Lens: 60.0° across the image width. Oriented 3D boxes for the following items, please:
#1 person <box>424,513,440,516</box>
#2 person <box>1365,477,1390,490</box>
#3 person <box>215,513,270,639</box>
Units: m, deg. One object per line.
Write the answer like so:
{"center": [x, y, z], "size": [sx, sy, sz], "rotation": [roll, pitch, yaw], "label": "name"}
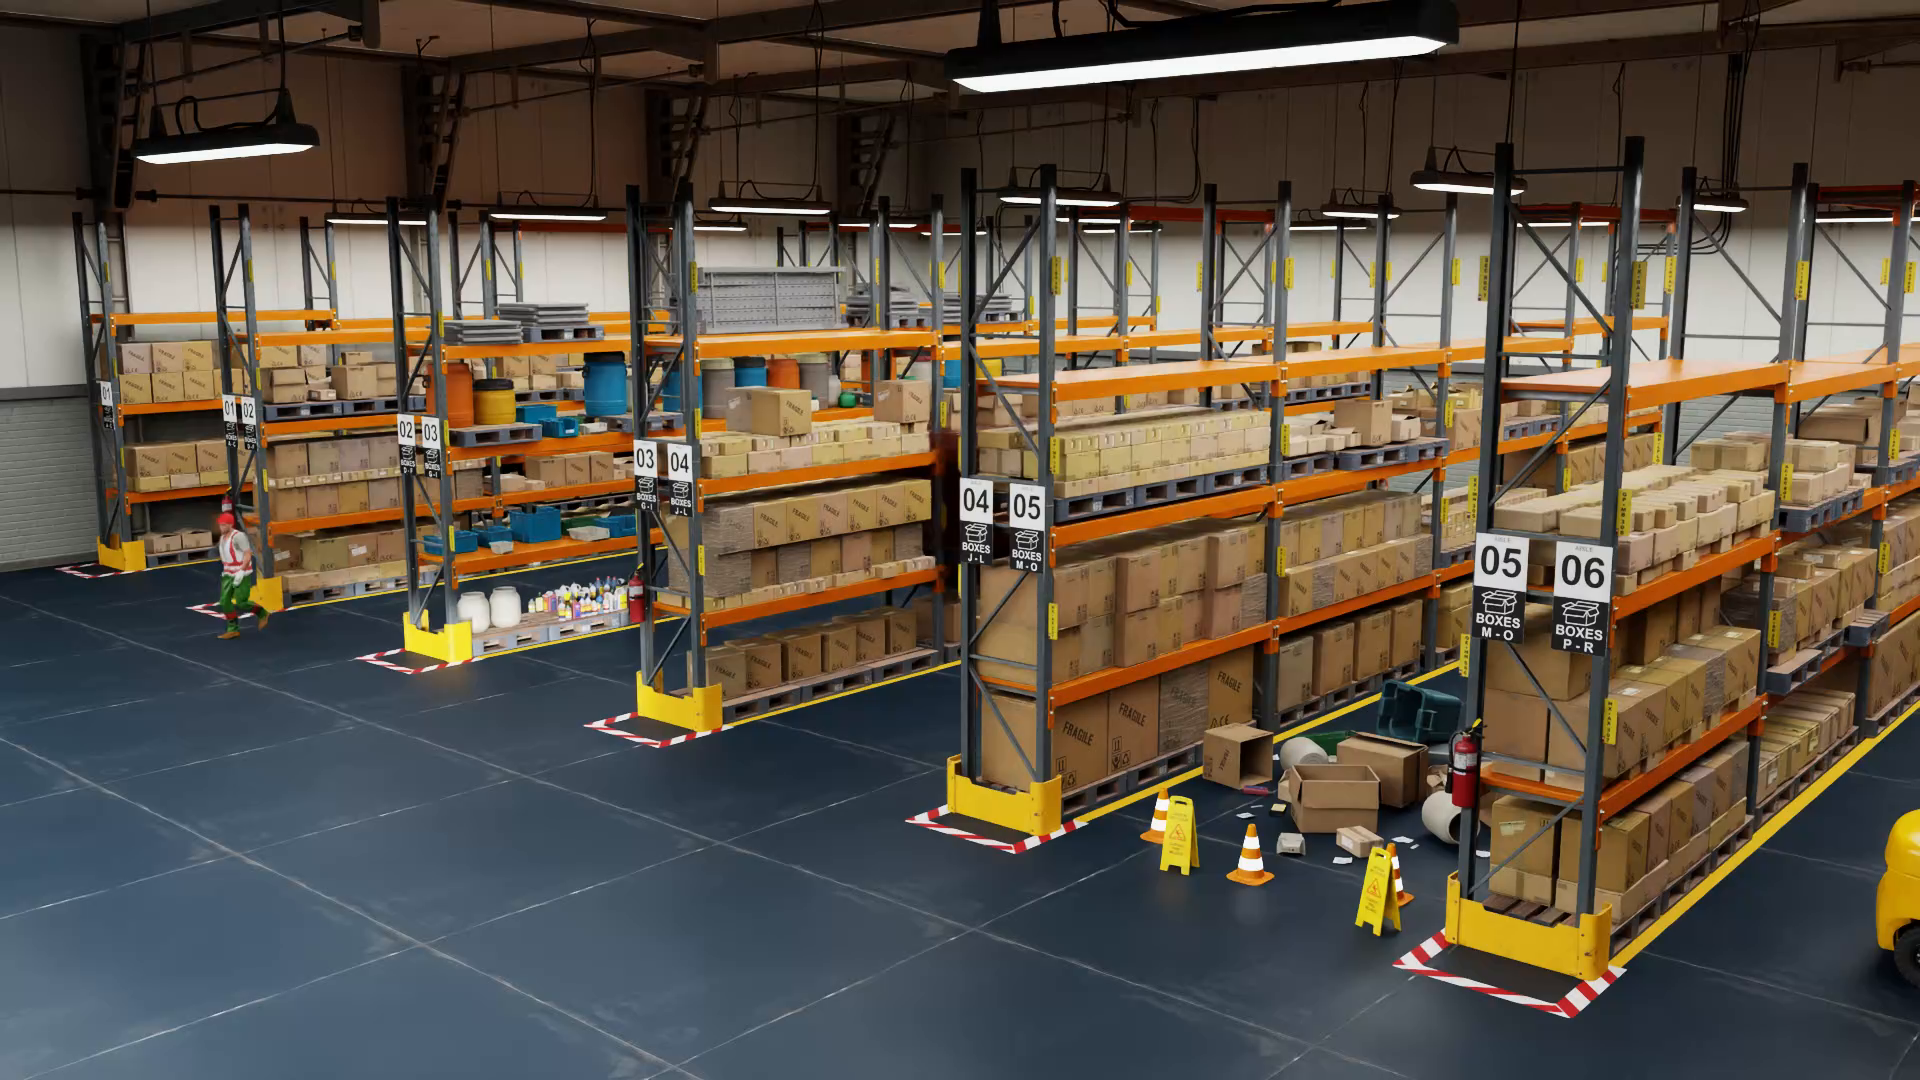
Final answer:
{"center": [-9.658, -0.630, 30.068], "size": [0.456, 1.636, 0.545], "rotation": [-7, 12, -38], "label": "person"}
{"center": [8.025, -1.032, 32.261], "size": [0.528, 1.687, 0.857], "rotation": [-2, 10, -11], "label": "person"}
{"center": [-10.020, 0.473, 23.160], "size": [0.627, 1.765, 0.705], "rotation": [6, 11, 30], "label": "person"}
